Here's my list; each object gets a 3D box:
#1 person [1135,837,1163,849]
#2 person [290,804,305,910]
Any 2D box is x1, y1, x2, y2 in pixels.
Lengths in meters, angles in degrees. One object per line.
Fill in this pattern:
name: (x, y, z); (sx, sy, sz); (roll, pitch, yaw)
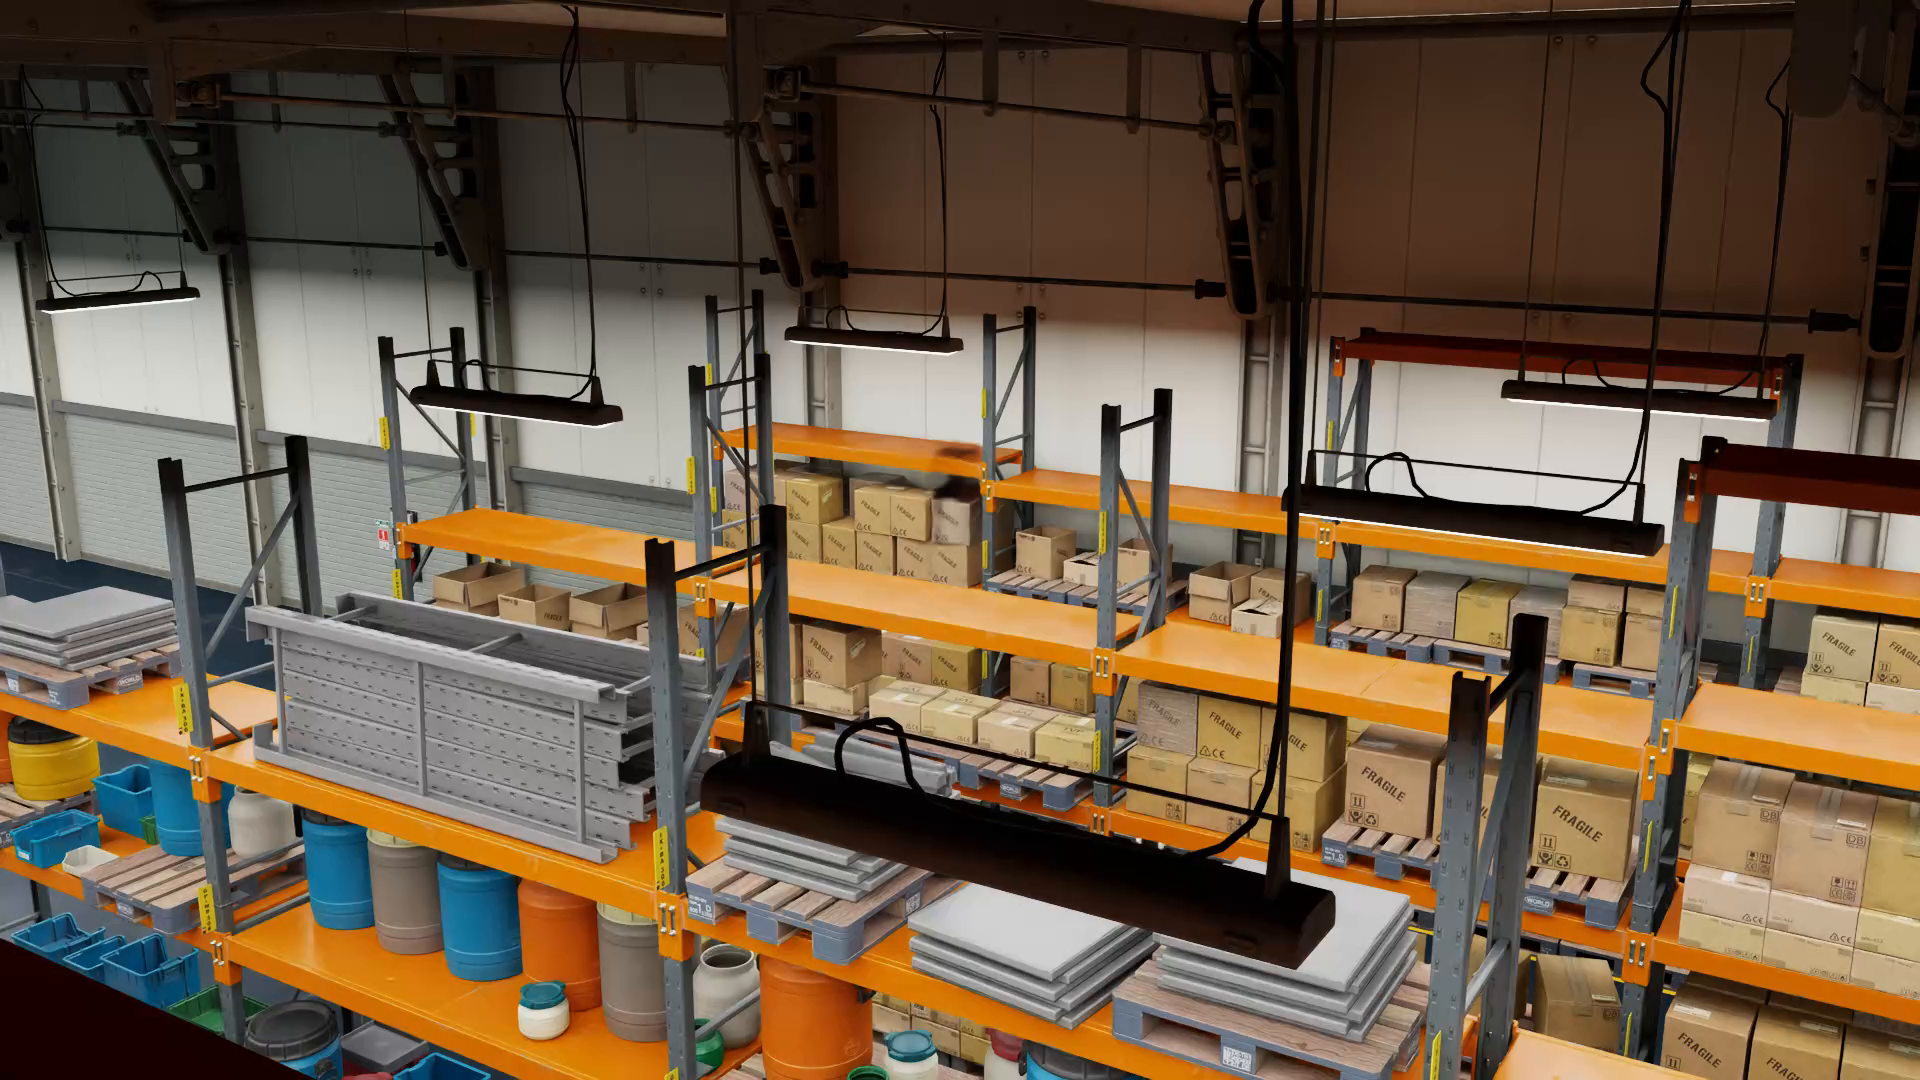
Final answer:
person: (1.657, 3.501, 15.476); (1.045, 1.718, 0.538); (8, 16, 30)
person: (-6.600, 3.161, 16.850); (0.638, 1.714, 0.419); (0, 14, 1)
